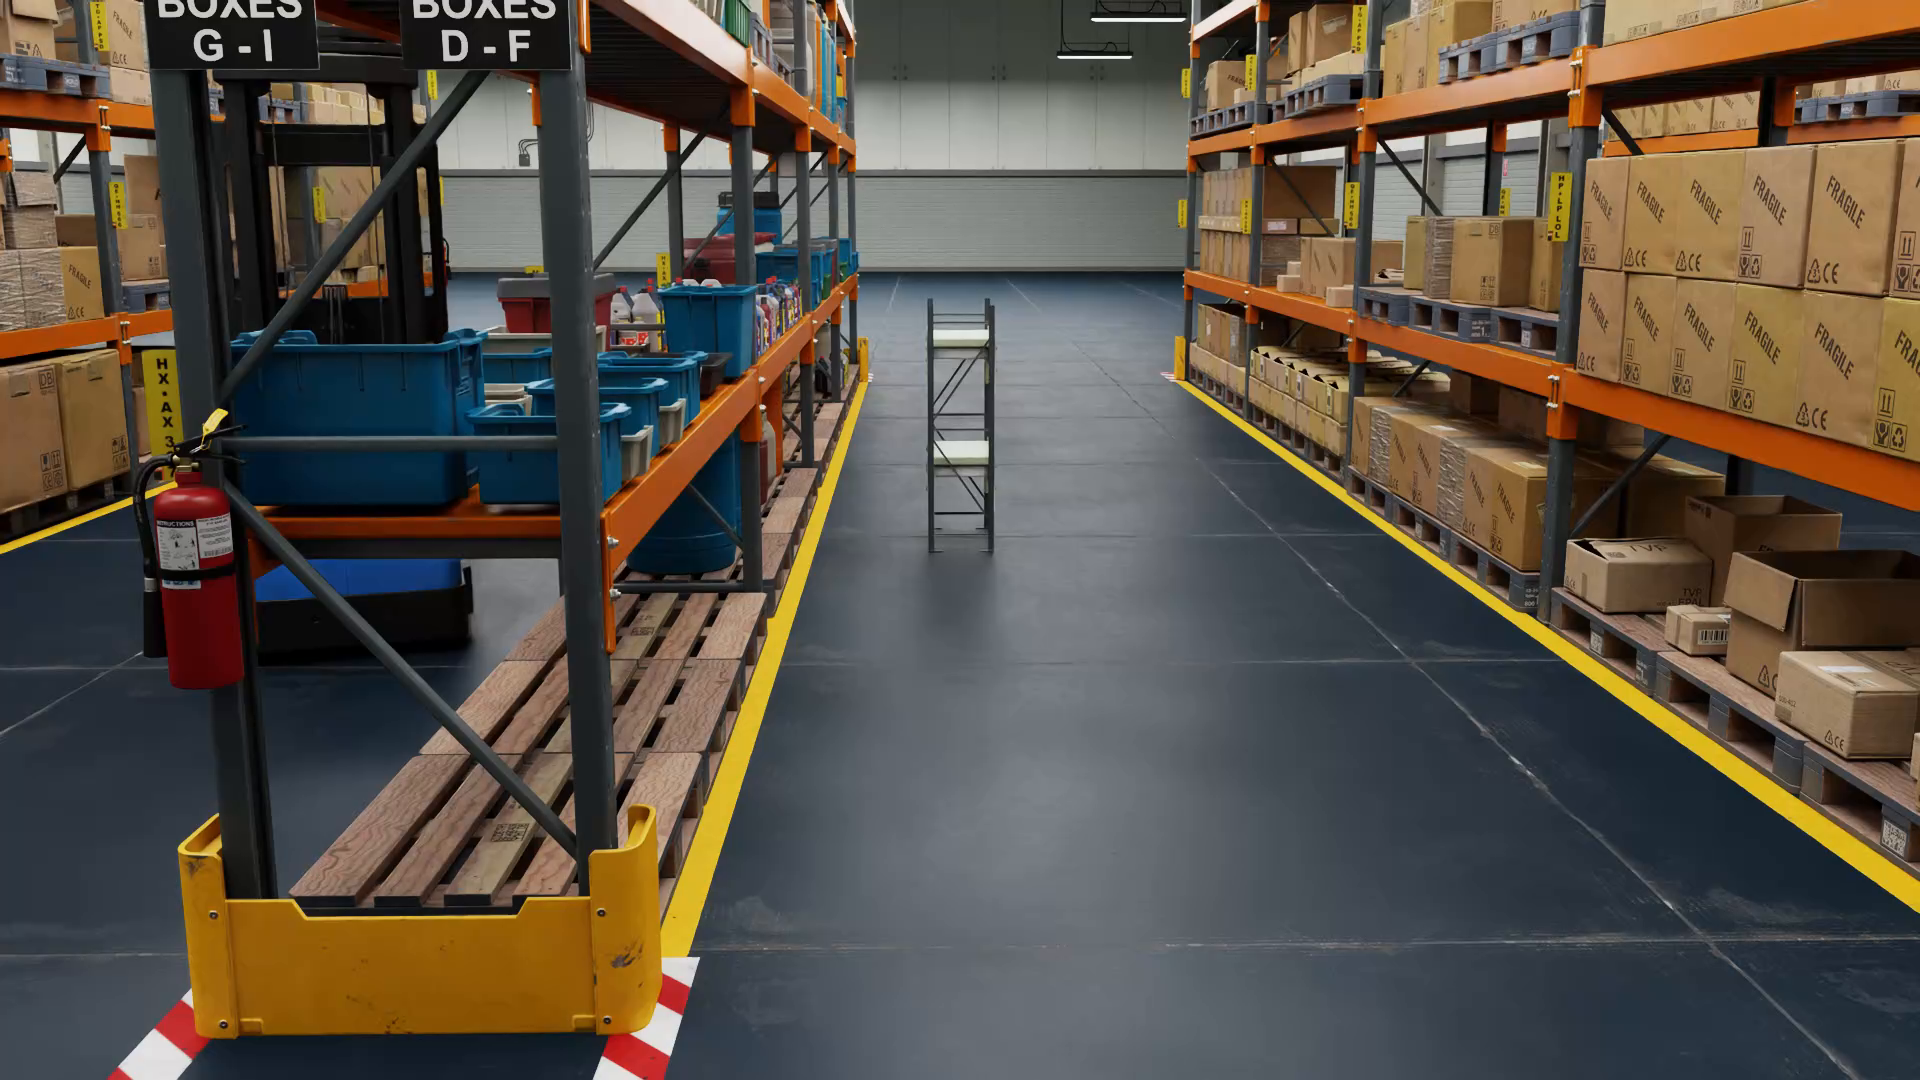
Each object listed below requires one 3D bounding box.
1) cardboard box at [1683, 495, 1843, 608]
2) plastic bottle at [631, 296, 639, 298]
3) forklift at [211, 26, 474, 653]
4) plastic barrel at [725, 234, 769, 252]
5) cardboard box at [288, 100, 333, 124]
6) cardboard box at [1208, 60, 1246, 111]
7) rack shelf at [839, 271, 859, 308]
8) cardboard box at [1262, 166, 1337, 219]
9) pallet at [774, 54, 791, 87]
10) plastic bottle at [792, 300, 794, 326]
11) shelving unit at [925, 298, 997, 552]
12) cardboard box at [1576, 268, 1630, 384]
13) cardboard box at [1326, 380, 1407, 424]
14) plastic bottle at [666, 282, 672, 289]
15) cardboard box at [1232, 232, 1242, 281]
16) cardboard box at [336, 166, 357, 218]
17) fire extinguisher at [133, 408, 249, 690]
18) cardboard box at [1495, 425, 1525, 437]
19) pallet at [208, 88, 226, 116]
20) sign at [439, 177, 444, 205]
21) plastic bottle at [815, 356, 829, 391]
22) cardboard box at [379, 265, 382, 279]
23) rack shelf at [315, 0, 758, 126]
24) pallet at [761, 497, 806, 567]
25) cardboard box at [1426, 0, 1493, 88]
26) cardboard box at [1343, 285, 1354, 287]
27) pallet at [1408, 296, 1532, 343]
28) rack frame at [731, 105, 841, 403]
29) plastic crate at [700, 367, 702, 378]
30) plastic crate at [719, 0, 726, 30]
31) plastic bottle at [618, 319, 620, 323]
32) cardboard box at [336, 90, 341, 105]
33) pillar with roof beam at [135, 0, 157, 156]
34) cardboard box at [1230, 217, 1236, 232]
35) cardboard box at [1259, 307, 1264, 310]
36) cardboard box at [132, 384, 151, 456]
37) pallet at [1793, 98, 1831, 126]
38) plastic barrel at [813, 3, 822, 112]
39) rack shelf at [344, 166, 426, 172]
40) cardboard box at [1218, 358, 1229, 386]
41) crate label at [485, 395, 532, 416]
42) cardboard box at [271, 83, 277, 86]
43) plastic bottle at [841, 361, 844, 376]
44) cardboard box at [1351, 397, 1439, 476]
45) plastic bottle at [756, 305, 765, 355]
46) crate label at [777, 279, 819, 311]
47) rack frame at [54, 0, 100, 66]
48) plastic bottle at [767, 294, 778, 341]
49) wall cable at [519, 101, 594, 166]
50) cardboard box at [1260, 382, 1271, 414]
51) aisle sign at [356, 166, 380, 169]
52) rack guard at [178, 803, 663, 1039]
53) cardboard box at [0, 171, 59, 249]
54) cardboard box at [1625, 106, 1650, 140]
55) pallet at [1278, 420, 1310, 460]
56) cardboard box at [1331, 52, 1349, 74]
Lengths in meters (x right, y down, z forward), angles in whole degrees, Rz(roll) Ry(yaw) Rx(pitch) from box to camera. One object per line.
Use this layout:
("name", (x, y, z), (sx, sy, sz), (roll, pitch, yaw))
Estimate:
("cardboard box", (3.753, 0.074, 7.832), (0.500, 0.500, 0.500), (0, 11, -1))
("plastic bottle", (-1.847, -1.244, 9.459), (0.152, 0.276, 0.135), (0, 11, -1))
("forklift", (-3.310, -1.158, 8.893), (1.130, 2.935, 3.031), (-4, 12, -18))
("plastic barrel", (-1.844, -2.348, 14.248), (0.433, 0.535, 0.433), (0, 11, 0))
("cardboard box", (-6.365, -4.085, 15.984), (0.500, 0.250, 0.500), (-1, 11, -3))
("cardboard box", (2.971, -4.895, 17.941), (0.500, 0.500, 0.500), (0, 11, -1))
("rack shelf", (-1.701, -2.664, 17.953), (1.077, 0.370, 4.000), (0, 11, -1))
("cardboard box", (3.277, -3.411, 16.314), (0.700, 0.500, 0.500), (0, 11, -1))
("pallet", (-1.659, -3.048, 10.972), (1.003, 0.211, 1.213), (0, 11, -1))
("plastic bottle", (-1.147, -1.520, 11.009), (0.097, 0.201, 0.097), (0, 11, 0))
("shelving unit", (0.000, -0.736, 10.417), (0.431, 1.500, 0.755), (0, 11, -1))
("cardboard box", (3.196, -0.994, 7.665), (0.500, 0.500, 0.500), (0, 11, 0))
("cardboard box", (3.118, -1.079, 12.783), (0.500, 0.311, 0.500), (0, 11, 0))
("plastic bottle", (-1.925, -1.560, 10.998), (0.061, 0.283, 0.133), (0, 11, -1))
("cardboard box", (3.253, -2.980, 17.451), (0.700, 0.500, 0.500), (0, 11, 0))
("cardboard box", (-6.379, -3.473, 16.619), (0.500, 0.500, 0.500), (0, 11, -1))
("fire extinguisher", (-1.863, 0.019, 4.052), (0.296, 0.674, 0.183), (0, 11, -1))
("cardboard box", (3.657, -0.441, 10.371), (0.500, 0.500, 0.500), (-1, 11, -3))
("pallet", (-6.681, -3.647, 13.919), (1.213, 0.211, 1.003), (0, 11, -1))
("sign", (-6.139, -4.114, 19.586), (0.100, 0.325, 0.005), (0, 11, -1))
("plastic bottle", (-1.406, -1.697, 16.938), (0.144, 0.351, 0.185), (0, 11, -1))
("cardboard box", (-6.410, -2.867, 17.777), (0.380, 0.149, 0.250), (0, 11, -1))
("rack shelf", (-1.453, -1.748, 5.897), (1.077, 0.370, 4.000), (0, 11, -1))
("pallet", (-1.497, -0.058, 10.316), (1.003, 0.211, 1.213), (0, 11, -1))
("cardboard box", (3.439, -3.071, 10.355), (0.910, 0.500, 0.500), (0, 11, -1))
("cardboard box", (3.292, -1.973, 13.373), (0.380, 0.149, 0.250), (1, 11, 3))
("pallet", (3.420, -1.362, 10.213), (1.003, 0.211, 1.213), (0, 11, -1))
("rack frame", (-1.660, -2.619, 15.922), (1.000, 3.000, 0.127), (0, 11, -1))
("plastic crate", (-1.158, -0.584, 6.403), (0.293, 0.136, 0.466), (0, 11, -1))
("plastic crate", (-1.157, -2.237, 6.916), (0.416, 0.233, 0.300), (0, 11, -1))
("plastic bottle", (-1.798, -1.058, 8.728), (0.097, 0.201, 0.097), (0, 11, 0))
("cardboard box", (-6.417, -4.411, 16.589), (0.380, 0.149, 0.250), (0, 11, 1))
("pillar with roof beam", (-18.767, -12.111, 47.621), (9.100, 9.000, 0.548), (0, 11, -1))
("cardboard box", (3.048, -3.311, 17.450), (0.380, 0.149, 0.250), (0, 11, 0))
("cardboard box", (3.554, -2.355, 18.596), (0.500, 0.500, 0.500), (0, 11, -1))
("cardboard box", (-6.563, -0.927, 12.763), (0.700, 0.500, 0.500), (-1, 11, -4))
("pallet", (8.151, -3.914, 15.236), (1.213, 0.211, 1.003), (0, 11, -1))
("plastic barrel", (-1.391, -3.798, 13.111), (0.600, 0.830, 0.708), (0, 11, -1))
("rack shelf", (-6.653, -4.113, 17.554), (1.077, 0.370, 4.000), (0, 11, -1))
("cardboard box", (3.039, -1.786, 17.680), (0.500, 0.250, 0.500), (0, 11, -1))
("crate label", (-1.632, -0.408, 5.536), (0.396, 0.136, 0.243), (0, 11, -1))
("cardboard box", (-6.876, -4.596, 15.870), (0.500, 0.500, 0.500), (-1, 11, -3))
("plastic bottle", (-1.266, -1.736, 17.126), (0.144, 0.351, 0.185), (-1, 11, -4))
("cardboard box", (3.099, -0.742, 11.852), (0.500, 0.500, 0.500), (0, 11, 1))
("plastic bottle", (-1.131, -1.134, 8.915), (0.152, 0.276, 0.135), (0, 11, -1))
("crate label", (-1.211, -1.827, 12.440), (0.303, 0.233, 0.416), (0, 11, -1))
("rack frame", (-6.529, -4.743, 11.306), (1.000, 3.000, 0.127), (0, 11, -1))
("plastic bottle", (-1.122, -1.312, 9.806), (0.097, 0.271, 0.097), (0, 11, 0))
("wall cable", (-12.319, -14.387, 50.286), (2.305, 6.003, 0.169), (0, 11, -1))
("cardboard box", (3.062, -1.314, 15.349), (0.500, 0.250, 0.500), (0, 11, 0))
("aisle sign", (-6.996, -4.678, 19.537), (0.394, 0.787, 0.004), (0, 11, -1))
("rack guard", (-1.399, 0.997, 4.389), (1.175, 0.500, 0.348), (0, 11, -1))
("cardboard box", (-6.530, -2.198, 11.076), (0.797, 0.503, 0.637), (0, 11, 1))
("cardboard box", (7.895, -4.809, 18.872), (0.500, 0.500, 0.500), (1, 11, 3))
("pallet", (3.375, -0.882, 14.376), (1.003, 0.211, 1.213), (0, 11, -1))
("cardboard box", (3.280, -3.753, 13.291), (0.500, 0.250, 0.500), (0, 11, -2))
